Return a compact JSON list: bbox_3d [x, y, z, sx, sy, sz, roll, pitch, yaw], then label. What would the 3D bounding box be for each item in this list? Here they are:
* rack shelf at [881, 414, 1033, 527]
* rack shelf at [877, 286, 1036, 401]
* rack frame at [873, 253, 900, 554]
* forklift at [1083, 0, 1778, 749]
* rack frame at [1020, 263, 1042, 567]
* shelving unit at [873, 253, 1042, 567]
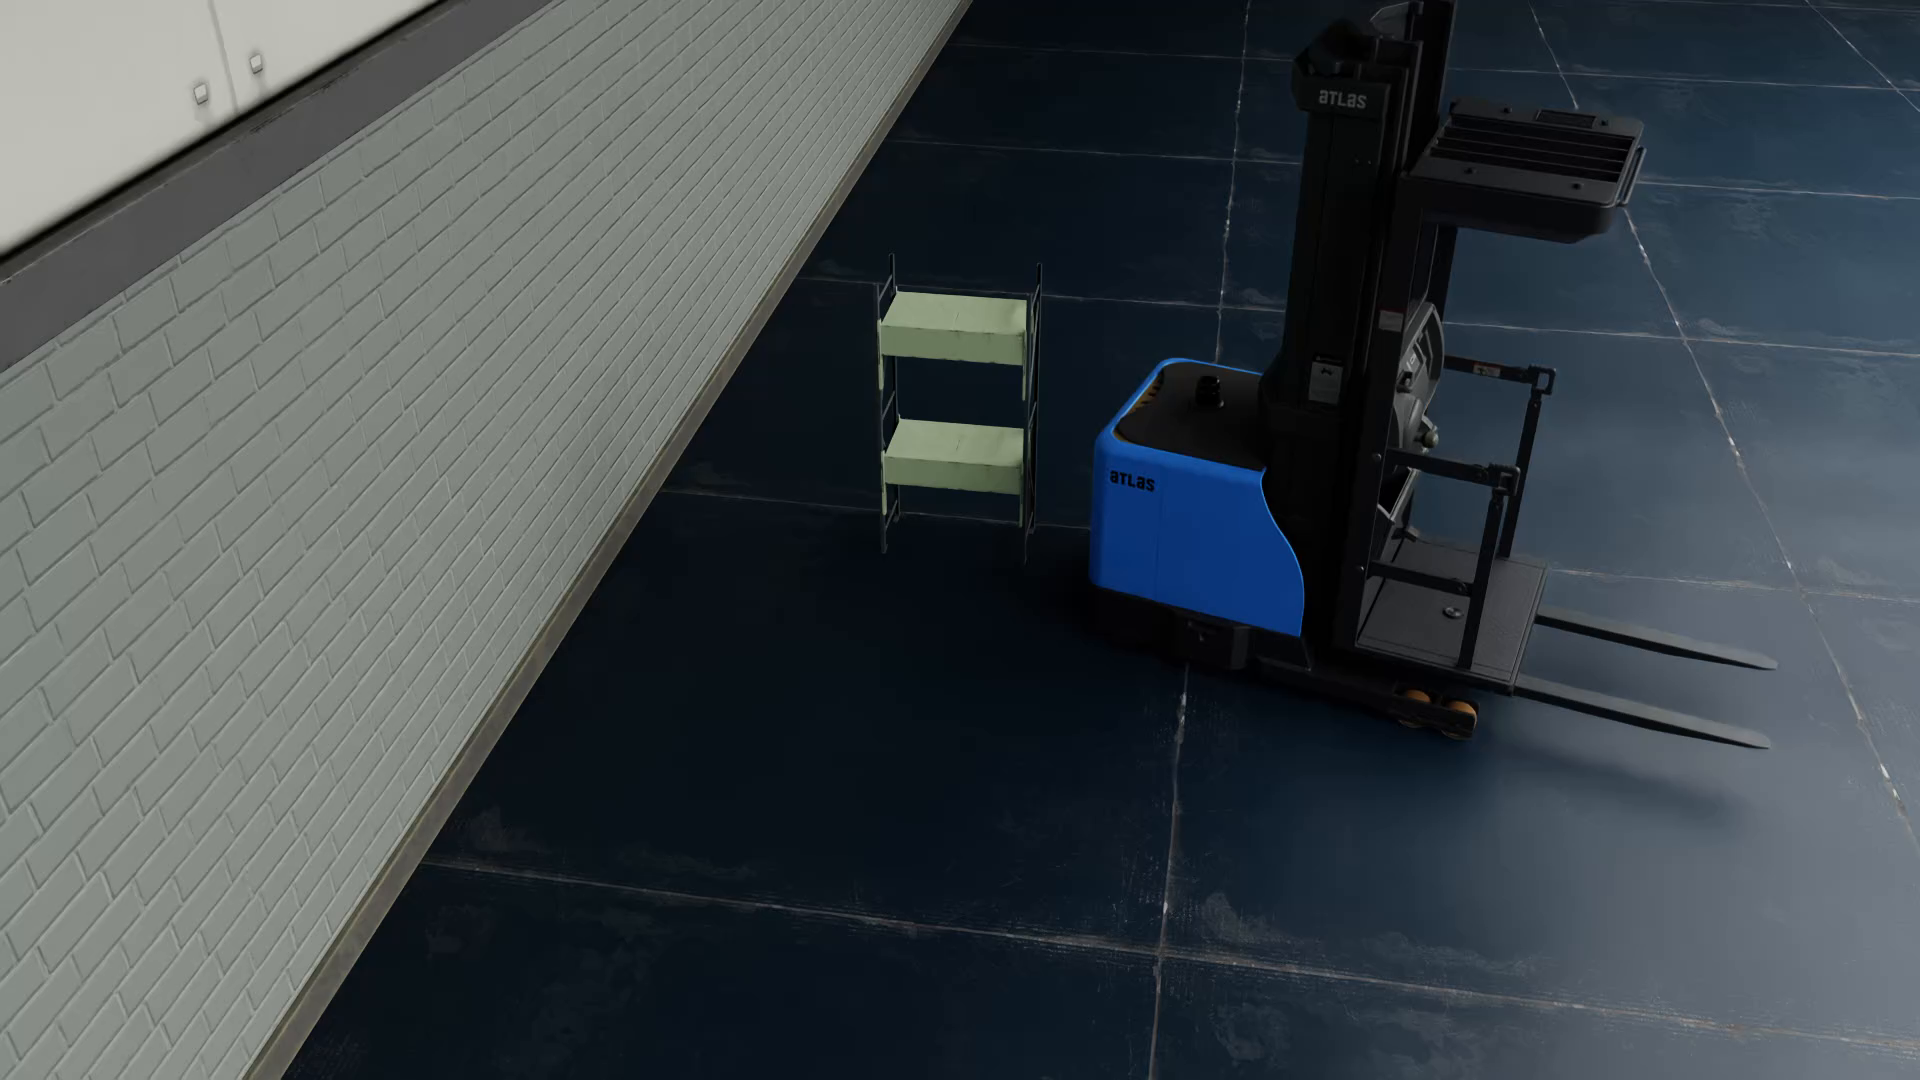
[{"bbox_3d":[-0.007,-0.360,8.526,0.720,0.370,0.431,5,32,8],"label":"rack shelf"},{"bbox_3d":[-0.007,-0.967,8.146,0.720,0.370,0.431,5,32,8],"label":"rack shelf"},{"bbox_3d":[-0.367,-0.669,8.405,0.023,1.500,0.400,5,32,8],"label":"rack frame"},{"bbox_3d":[2.152,-0.685,7.082,3.031,2.935,1.130,14,35,21],"label":"forklift"},{"bbox_3d":[0.354,-0.604,8.301,0.023,1.500,0.400,5,32,8],"label":"rack frame"},{"bbox_3d":[-0.007,-0.636,8.353,0.755,1.500,0.431,5,32,8],"label":"shelving unit"}]
